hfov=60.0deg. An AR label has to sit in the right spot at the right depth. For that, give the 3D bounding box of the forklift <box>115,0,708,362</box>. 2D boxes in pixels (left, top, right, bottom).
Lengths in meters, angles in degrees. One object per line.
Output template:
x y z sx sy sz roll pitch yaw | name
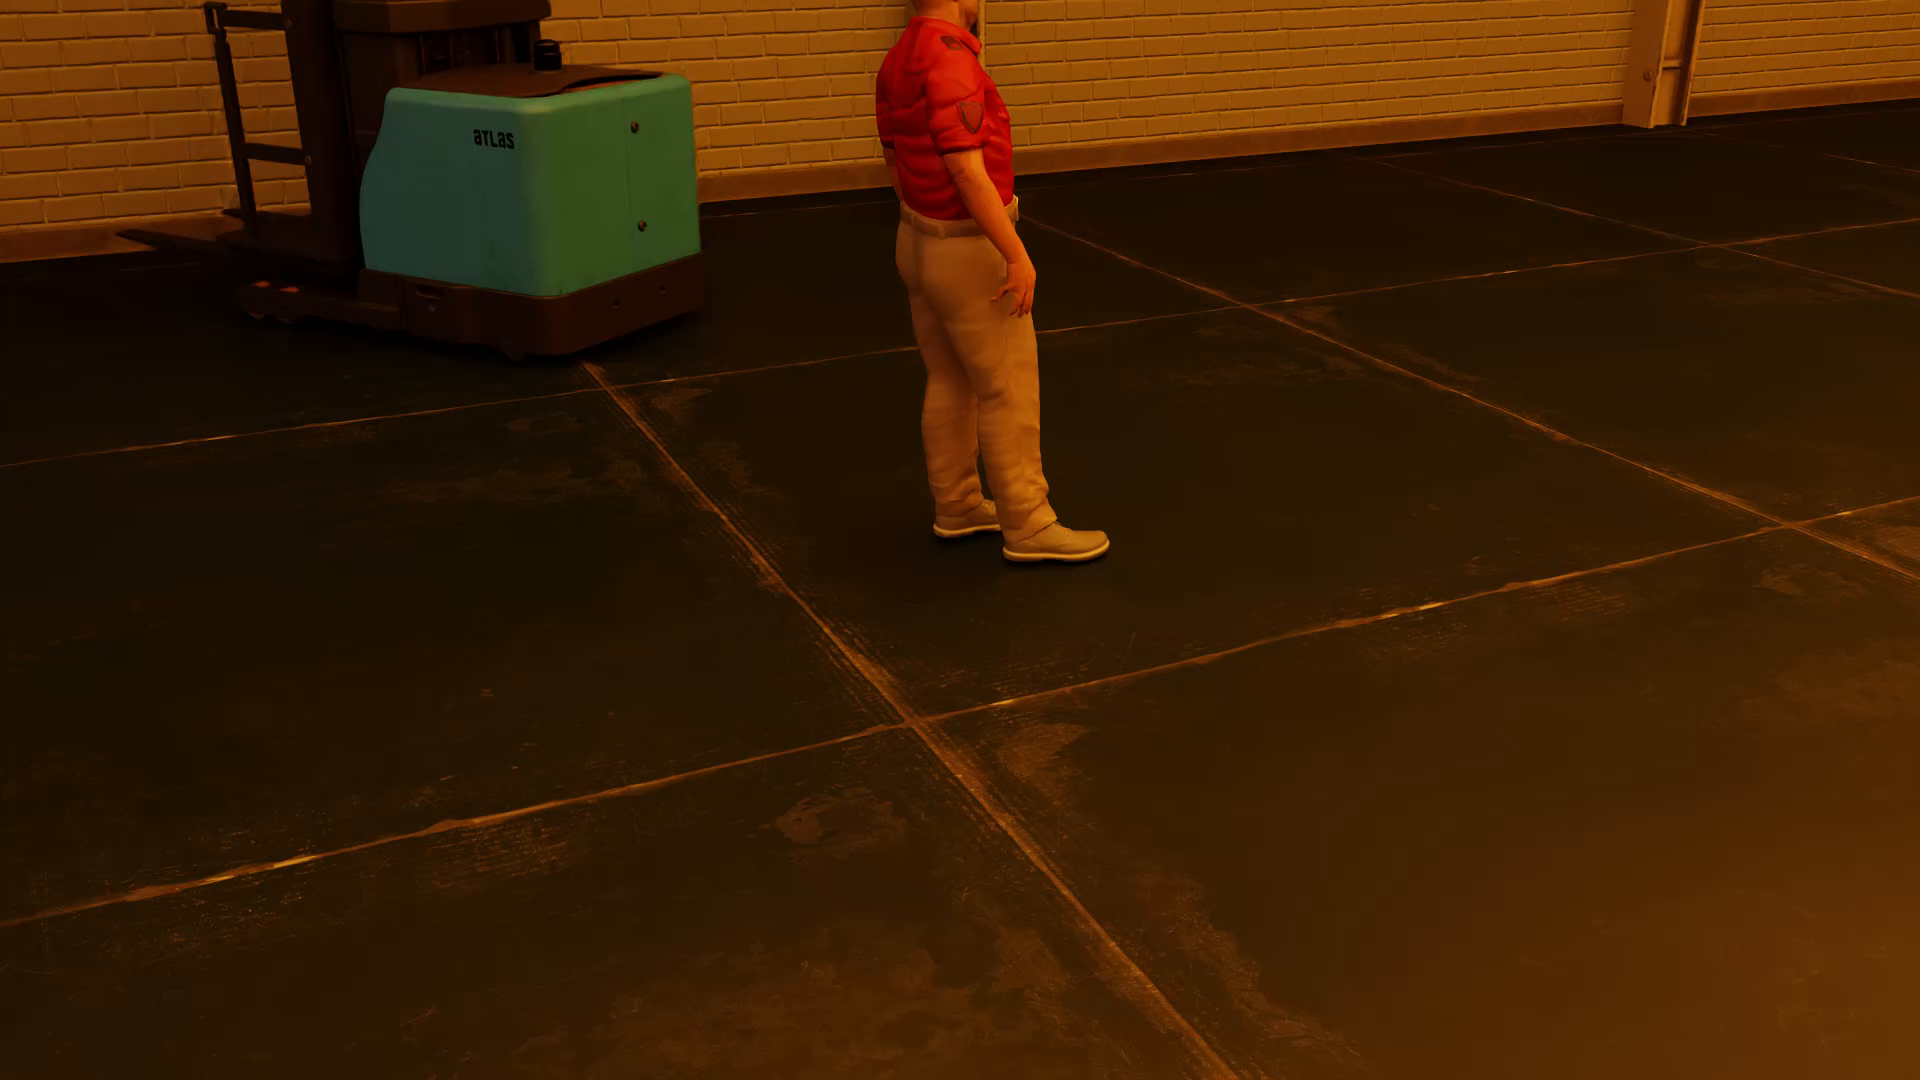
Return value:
-2.668 -2.478 7.250 3.031 2.935 1.130 12 26 27 | forklift

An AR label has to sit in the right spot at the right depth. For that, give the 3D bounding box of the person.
0.086 -0.815 4.797 0.551 1.727 0.640 -10 25 -23 | person
